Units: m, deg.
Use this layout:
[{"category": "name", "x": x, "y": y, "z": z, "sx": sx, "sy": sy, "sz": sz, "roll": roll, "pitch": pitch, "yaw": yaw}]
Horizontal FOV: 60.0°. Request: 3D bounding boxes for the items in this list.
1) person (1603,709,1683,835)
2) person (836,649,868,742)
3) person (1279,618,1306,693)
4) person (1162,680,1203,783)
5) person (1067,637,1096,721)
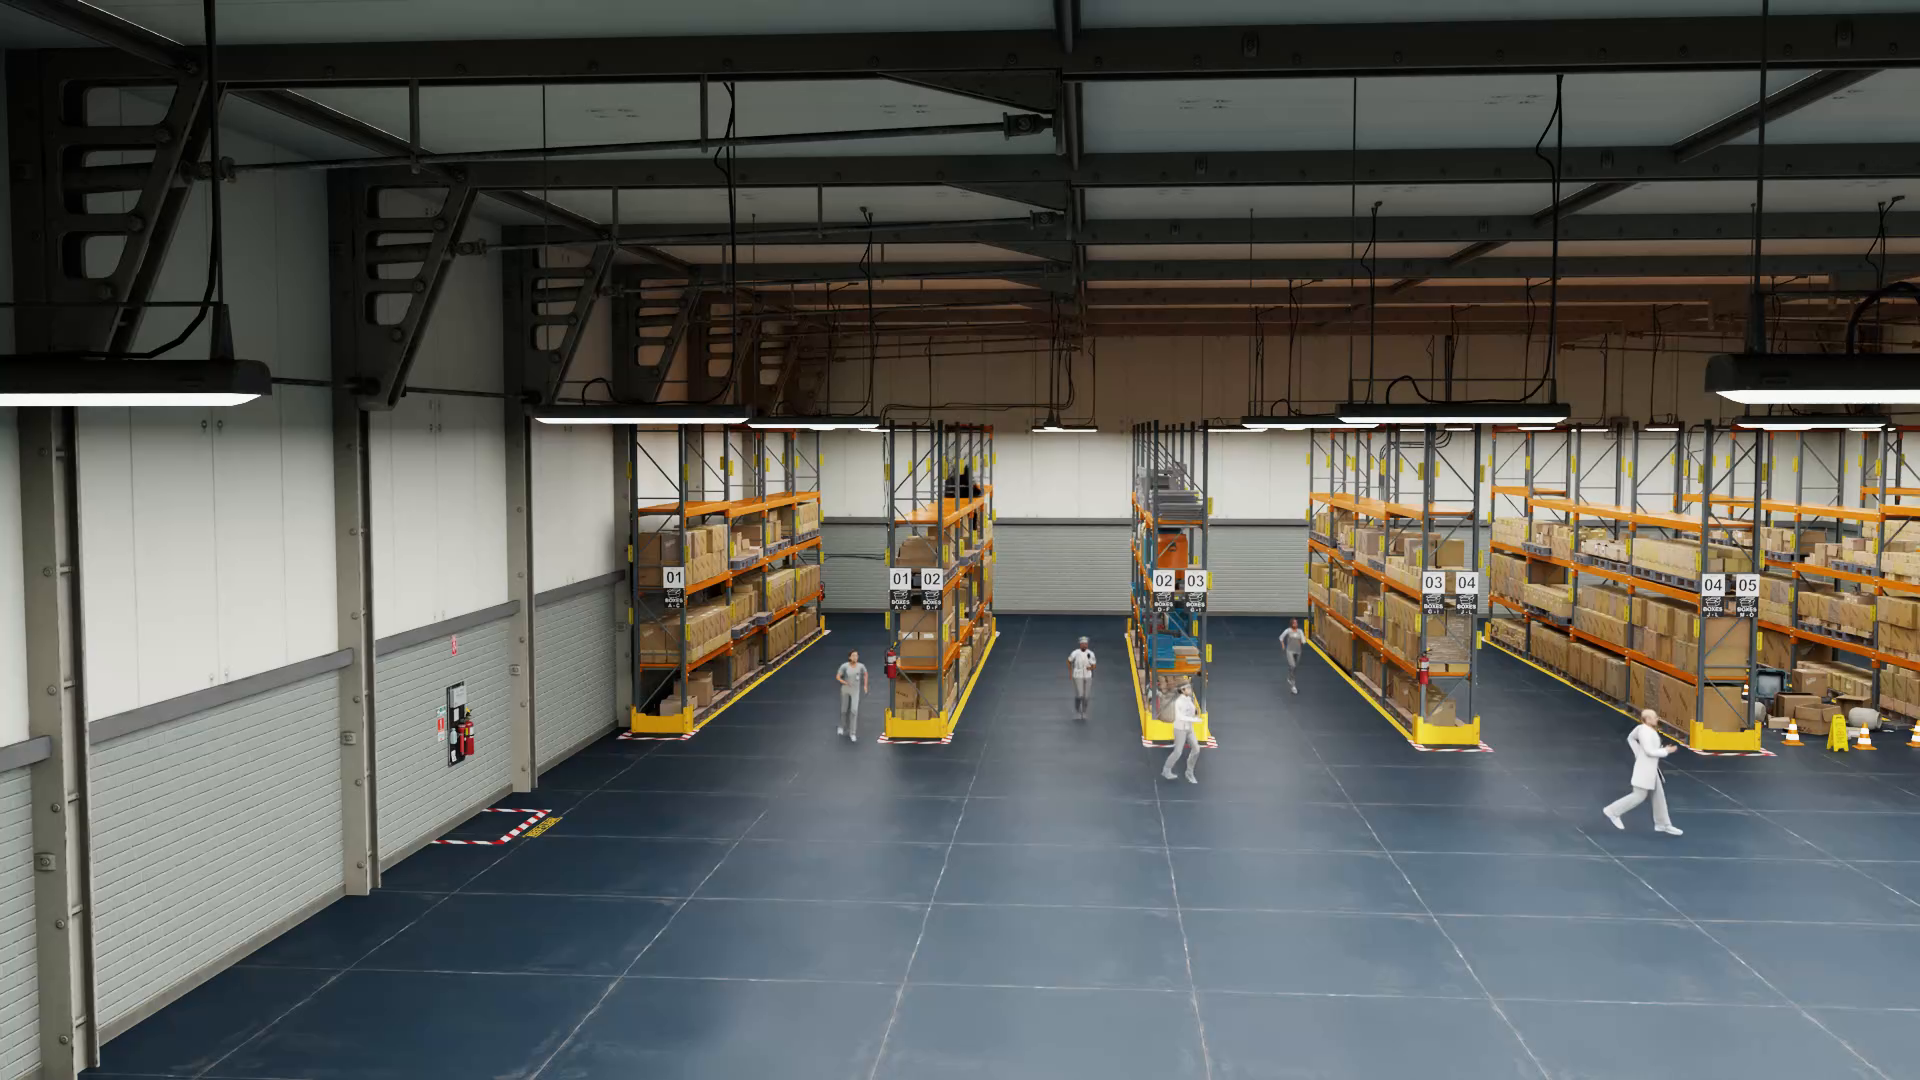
[{"category": "person", "x": 9.780, "y": 3.295, "z": 23.769, "sx": 1.059, "sy": 1.764, "sz": 0.703, "roll": 2, "pitch": 4, "yaw": 26}, {"category": "person", "x": -2.036, "y": 2.905, "z": 31.392, "sx": 0.615, "sy": 1.700, "sz": 0.846, "roll": -1, "pitch": 4, "yaw": -10}, {"category": "person", "x": 7.453, "y": 2.605, "z": 37.190, "sx": 0.517, "sy": 1.531, "sz": 0.784, "roll": -1, "pitch": 4, "yaw": -9}, {"category": "person", "x": 3.685, "y": 3.164, "z": 27.359, "sx": 0.722, "sy": 1.764, "sz": 0.632, "roll": 2, "pitch": 4, "yaw": 33}, {"category": "person", "x": 2.454, "y": 2.776, "z": 33.270, "sx": 0.546, "sy": 1.690, "sz": 0.666, "roll": 0, "pitch": 4, "yaw": -8}]
